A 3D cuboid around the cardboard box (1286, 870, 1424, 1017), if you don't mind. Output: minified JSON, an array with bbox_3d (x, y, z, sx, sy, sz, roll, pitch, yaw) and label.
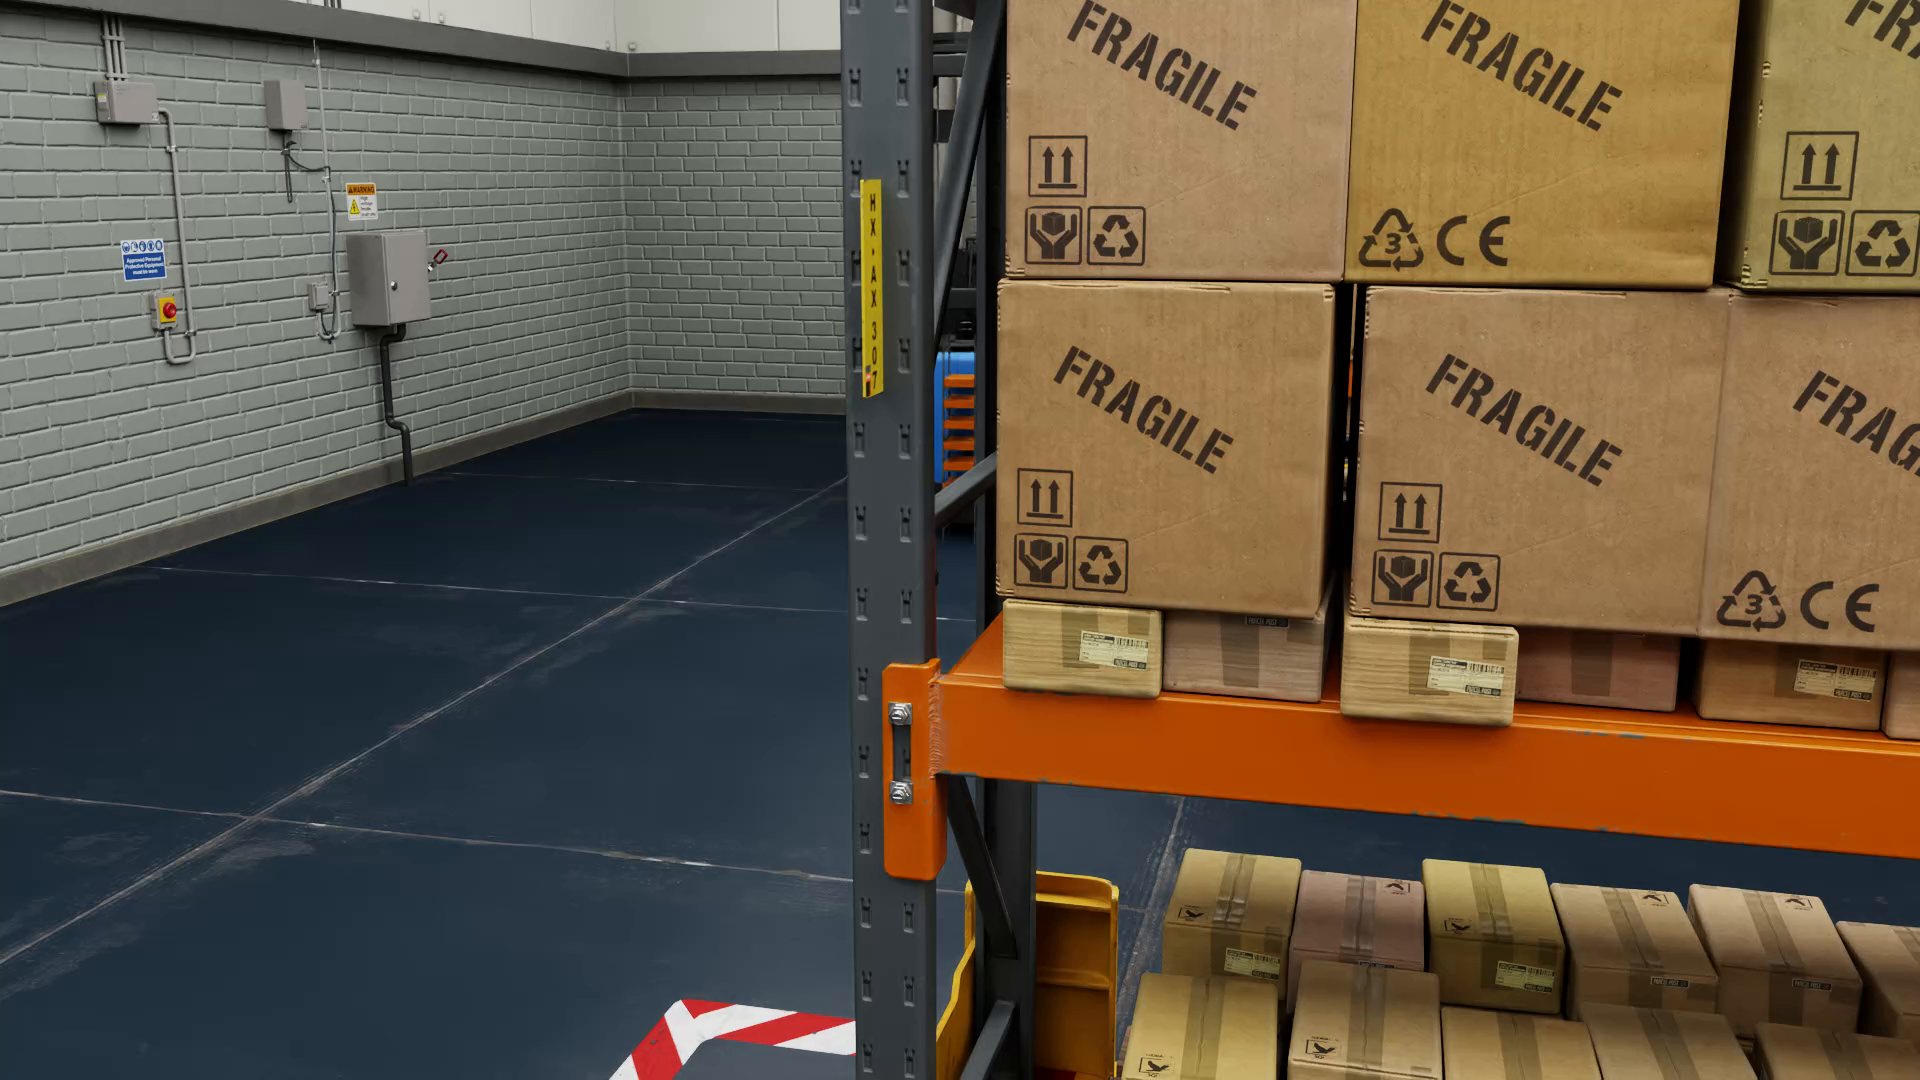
[{"bbox_3d":[0.801,0.820,3.353,0.250,0.149,0.380,3,13,15],"label":"cardboard box"}]

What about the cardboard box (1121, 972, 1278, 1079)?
[{"bbox_3d":[0.424,0.919,2.905,0.250,0.149,0.380,2,13,11],"label":"cardboard box"}]

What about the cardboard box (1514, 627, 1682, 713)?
[{"bbox_3d":[1.022,0.147,2.727,0.250,0.149,0.380,4,13,16],"label":"cardboard box"}]

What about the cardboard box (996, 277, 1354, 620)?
[{"bbox_3d":[0.366,-0.189,2.741,0.500,0.500,0.500,4,13,16],"label":"cardboard box"}]

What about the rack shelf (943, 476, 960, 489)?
[{"bbox_3d":[0.011,-0.304,9.644,0.180,0.103,0.258,2,13,8],"label":"rack shelf"}]

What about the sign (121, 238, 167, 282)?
[{"bbox_3d":[-4.467,-1.535,9.102,0.001,0.218,0.327,3,13,14],"label":"sign"}]

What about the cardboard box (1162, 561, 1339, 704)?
[{"bbox_3d":[0.489,0.137,2.771,0.250,0.149,0.380,4,13,16],"label":"cardboard box"}]

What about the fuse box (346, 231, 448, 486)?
[{"bbox_3d":[-3.751,-1.215,11.260,0.414,1.711,0.539,3,13,14],"label":"fuse box"}]

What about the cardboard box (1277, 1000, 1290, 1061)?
[{"bbox_3d":[0.577,0.933,3.529,0.250,0.149,0.380,3,13,12],"label":"cardboard box"}]

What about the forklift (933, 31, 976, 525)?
[{"bbox_3d":[0.148,-1.786,11.016,1.130,2.935,3.031,1,13,6],"label":"forklift"}]

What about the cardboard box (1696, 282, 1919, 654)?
[{"bbox_3d":[1.364,-0.138,2.514,0.500,0.500,0.500,3,13,14],"label":"cardboard box"}]

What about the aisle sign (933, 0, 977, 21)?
[{"bbox_3d":[-0.003,-1.412,3.171,0.004,0.787,0.394,3,13,14],"label":"aisle sign"}]

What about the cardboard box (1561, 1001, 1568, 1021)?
[{"bbox_3d":[1.318,0.995,3.249,0.250,0.149,0.380,3,13,13],"label":"cardboard box"}]

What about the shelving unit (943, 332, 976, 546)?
[{"bbox_3d":[0.011,-0.581,9.582,0.189,1.200,0.258,2,13,8],"label":"shelving unit"}]

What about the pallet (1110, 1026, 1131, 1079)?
[{"bbox_3d":[0.850,1.339,3.212,1.213,0.211,1.003,3,13,14],"label":"pallet"}]

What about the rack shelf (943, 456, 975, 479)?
[{"bbox_3d":[0.011,-0.421,9.618,0.180,0.103,0.258,2,13,8],"label":"rack shelf"}]

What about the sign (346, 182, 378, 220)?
[{"bbox_3d":[-3.965,-2.246,11.027,0.001,0.242,0.339,3,13,14],"label":"sign"}]

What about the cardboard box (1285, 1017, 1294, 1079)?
[{"bbox_3d":[0.831,1.086,3.525,0.250,0.149,0.380,3,13,15],"label":"cardboard box"}]

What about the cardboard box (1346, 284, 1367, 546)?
[{"bbox_3d":[0.993,-0.273,3.121,0.500,0.500,0.500,3,13,13],"label":"cardboard box"}]

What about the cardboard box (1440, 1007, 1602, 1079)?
[{"bbox_3d":[0.934,0.948,2.774,0.250,0.149,0.380,3,13,13],"label":"cardboard box"}]

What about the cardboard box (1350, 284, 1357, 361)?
[{"bbox_3d":[1.979,-1.065,7.379,0.500,0.500,0.500,3,13,13],"label":"cardboard box"}]

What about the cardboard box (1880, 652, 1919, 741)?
[{"bbox_3d":[1.513,0.185,2.556,0.250,0.149,0.380,3,13,12],"label":"cardboard box"}]

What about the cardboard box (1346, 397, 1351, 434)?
[{"bbox_3d":[2.841,-1.101,12.564,0.637,0.503,0.797,3,13,11],"label":"cardboard box"}]

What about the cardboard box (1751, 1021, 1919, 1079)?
[{"bbox_3d":[1.462,0.960,2.721,0.250,0.149,0.380,4,13,16],"label":"cardboard box"}]

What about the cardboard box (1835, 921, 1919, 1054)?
[{"bbox_3d":[1.823,0.872,3.115,0.250,0.149,0.380,3,13,12],"label":"cardboard box"}]

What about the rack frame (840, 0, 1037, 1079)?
[{"bbox_3d":[-0.004,-0.076,3.151,0.127,3.000,1.000,3,13,14],"label":"rack frame"}]

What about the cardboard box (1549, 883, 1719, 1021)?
[{"bbox_3d":[1.319,0.833,3.292,0.250,0.149,0.380,3,13,11],"label":"cardboard box"}]

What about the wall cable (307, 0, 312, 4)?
[{"bbox_3d":[-4.323,-4.445,8.992,0.029,3.000,2.355,3,13,14],"label":"wall cable"}]

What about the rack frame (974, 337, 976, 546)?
[{"bbox_3d":[0.102,-0.578,9.570,0.006,1.200,0.240,2,13,8],"label":"rack frame"}]

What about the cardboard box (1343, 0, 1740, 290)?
[{"bbox_3d":[0.860,-0.654,2.531,0.500,0.500,0.500,3,13,15],"label":"cardboard box"}]

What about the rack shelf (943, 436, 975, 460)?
[{"bbox_3d":[0.011,-0.538,9.592,0.180,0.103,0.258,2,13,8],"label":"rack shelf"}]

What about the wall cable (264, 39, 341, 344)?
[{"bbox_3d":[-4.067,-2.205,10.400,0.122,1.984,0.588,3,13,14],"label":"wall cable"}]

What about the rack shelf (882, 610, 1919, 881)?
[{"bbox_3d":[1.938,0.379,2.761,4.000,0.370,1.077,3,13,14],"label":"rack shelf"}]
